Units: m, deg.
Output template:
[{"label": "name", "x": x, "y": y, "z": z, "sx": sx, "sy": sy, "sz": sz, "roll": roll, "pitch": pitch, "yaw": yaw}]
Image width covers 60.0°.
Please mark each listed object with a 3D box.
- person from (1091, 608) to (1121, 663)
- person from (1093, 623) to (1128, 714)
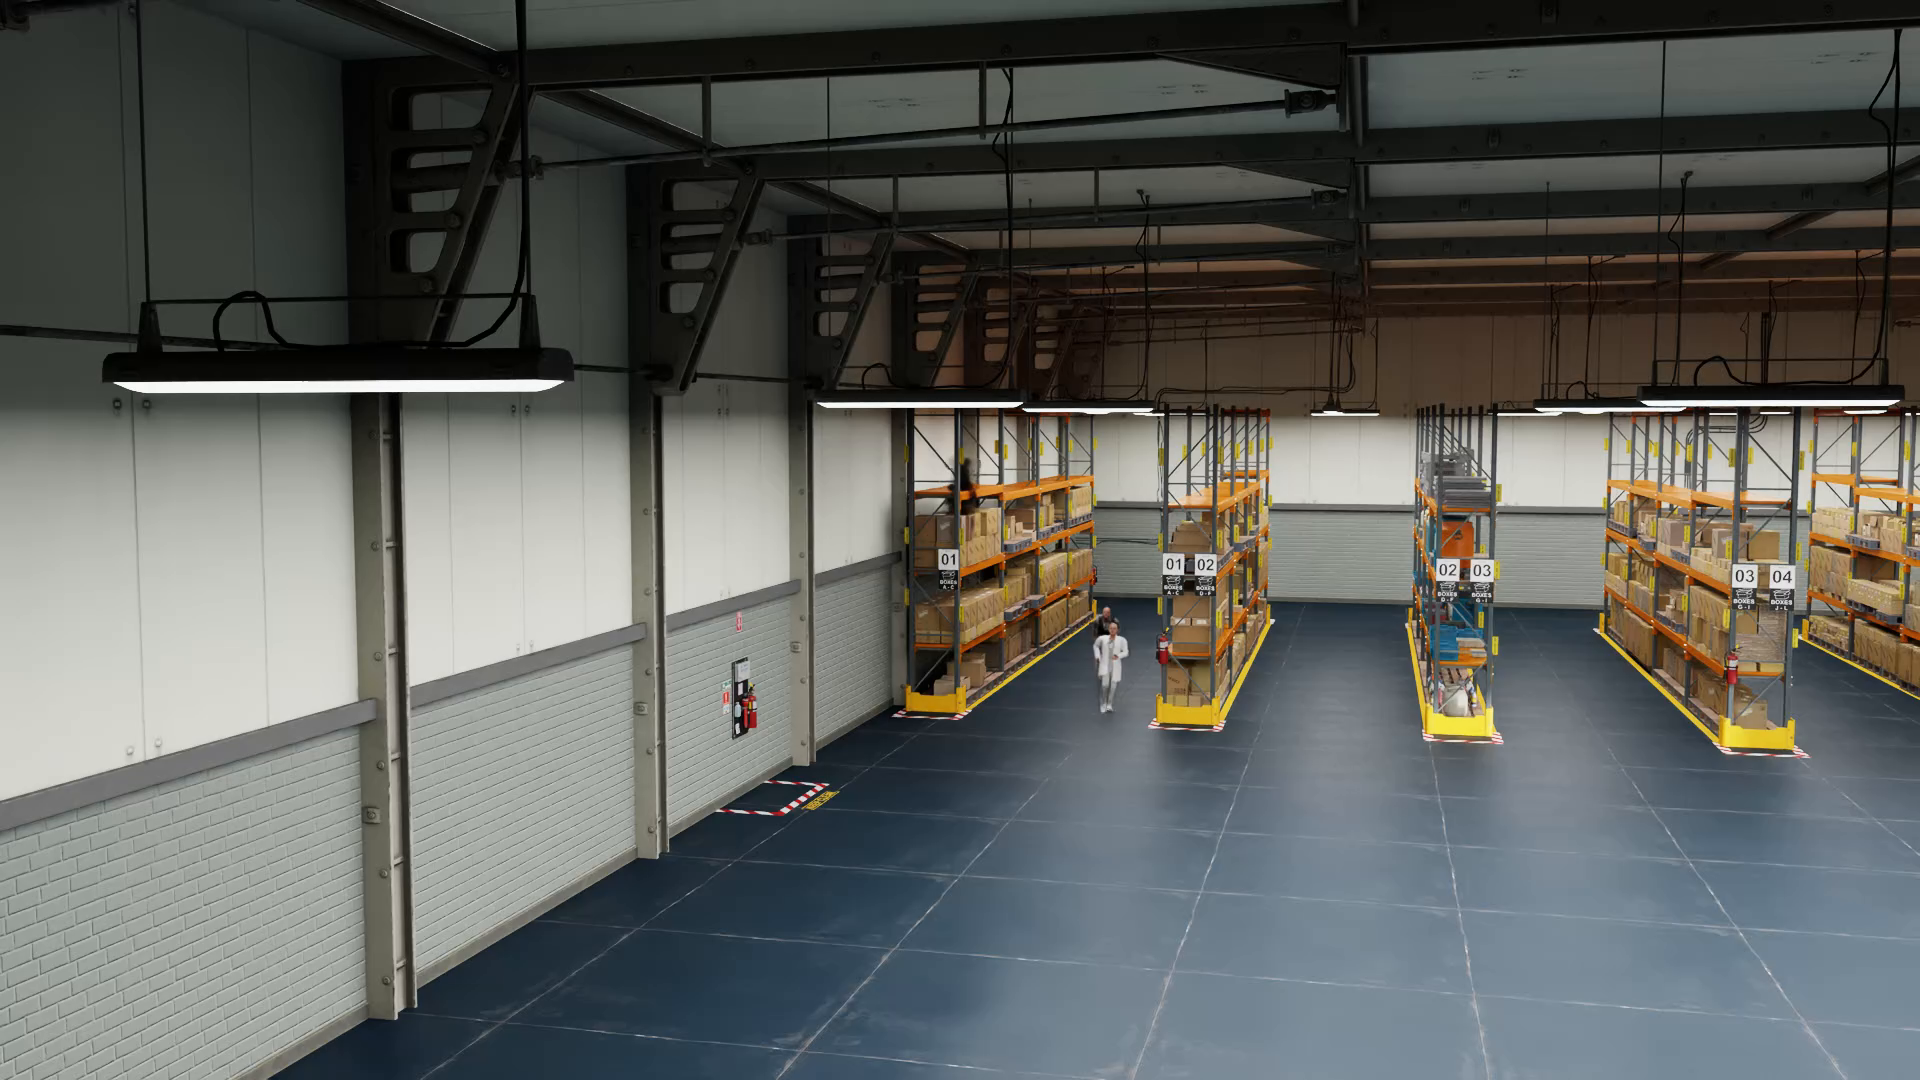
[{"label": "person", "x": 3.181, "y": 2.281, "z": 36.191, "sx": 0.647, "sy": 1.657, "sz": 0.739, "roll": 0, "pitch": 4, "yaw": 4}, {"label": "person", "x": 2.941, "y": 2.498, "z": 32.373, "sx": 0.662, "sy": 1.772, "sz": 0.731, "roll": 0, "pitch": 4, "yaw": 1}]
